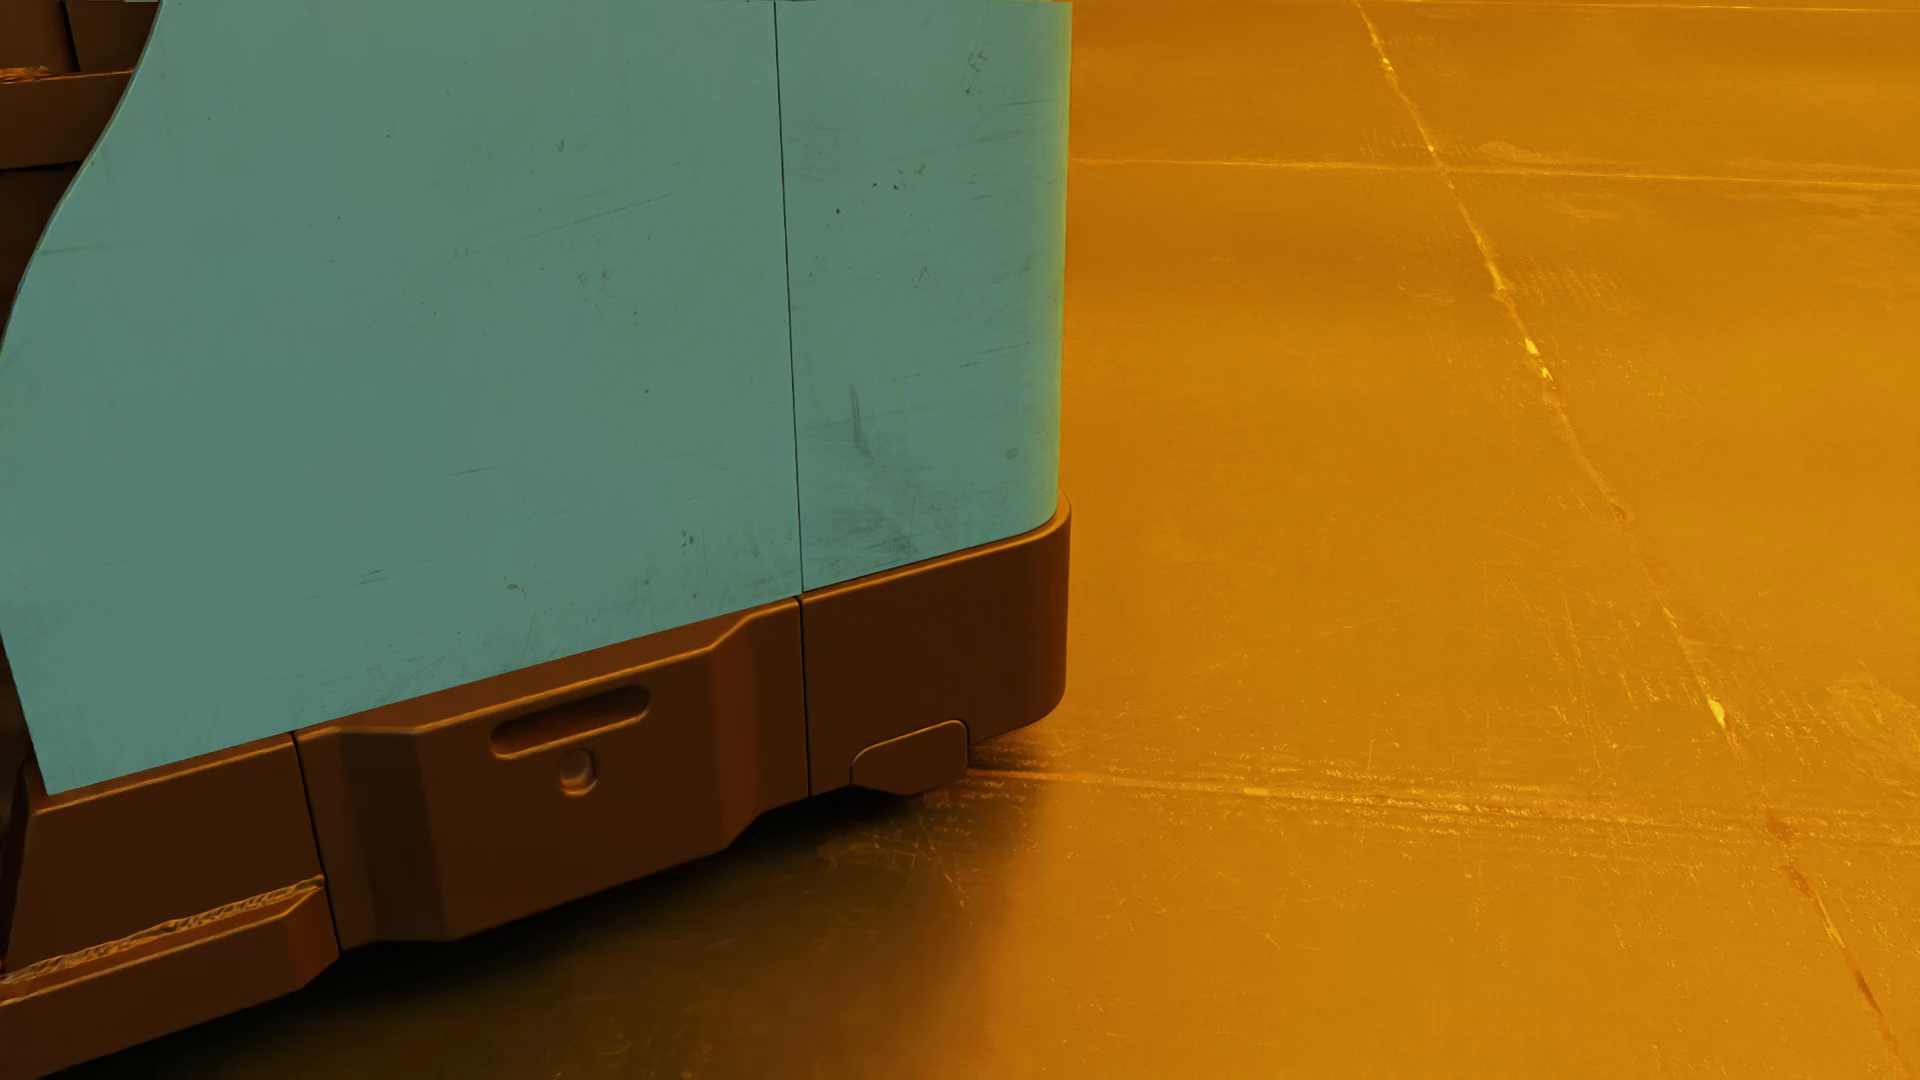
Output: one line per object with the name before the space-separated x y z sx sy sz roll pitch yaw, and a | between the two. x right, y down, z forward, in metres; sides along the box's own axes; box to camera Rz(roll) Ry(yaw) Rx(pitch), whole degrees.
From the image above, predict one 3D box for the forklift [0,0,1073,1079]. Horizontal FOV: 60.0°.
forklift | -1.405 -0.913 1.047 3.031 2.935 1.130 -15 30 -27
